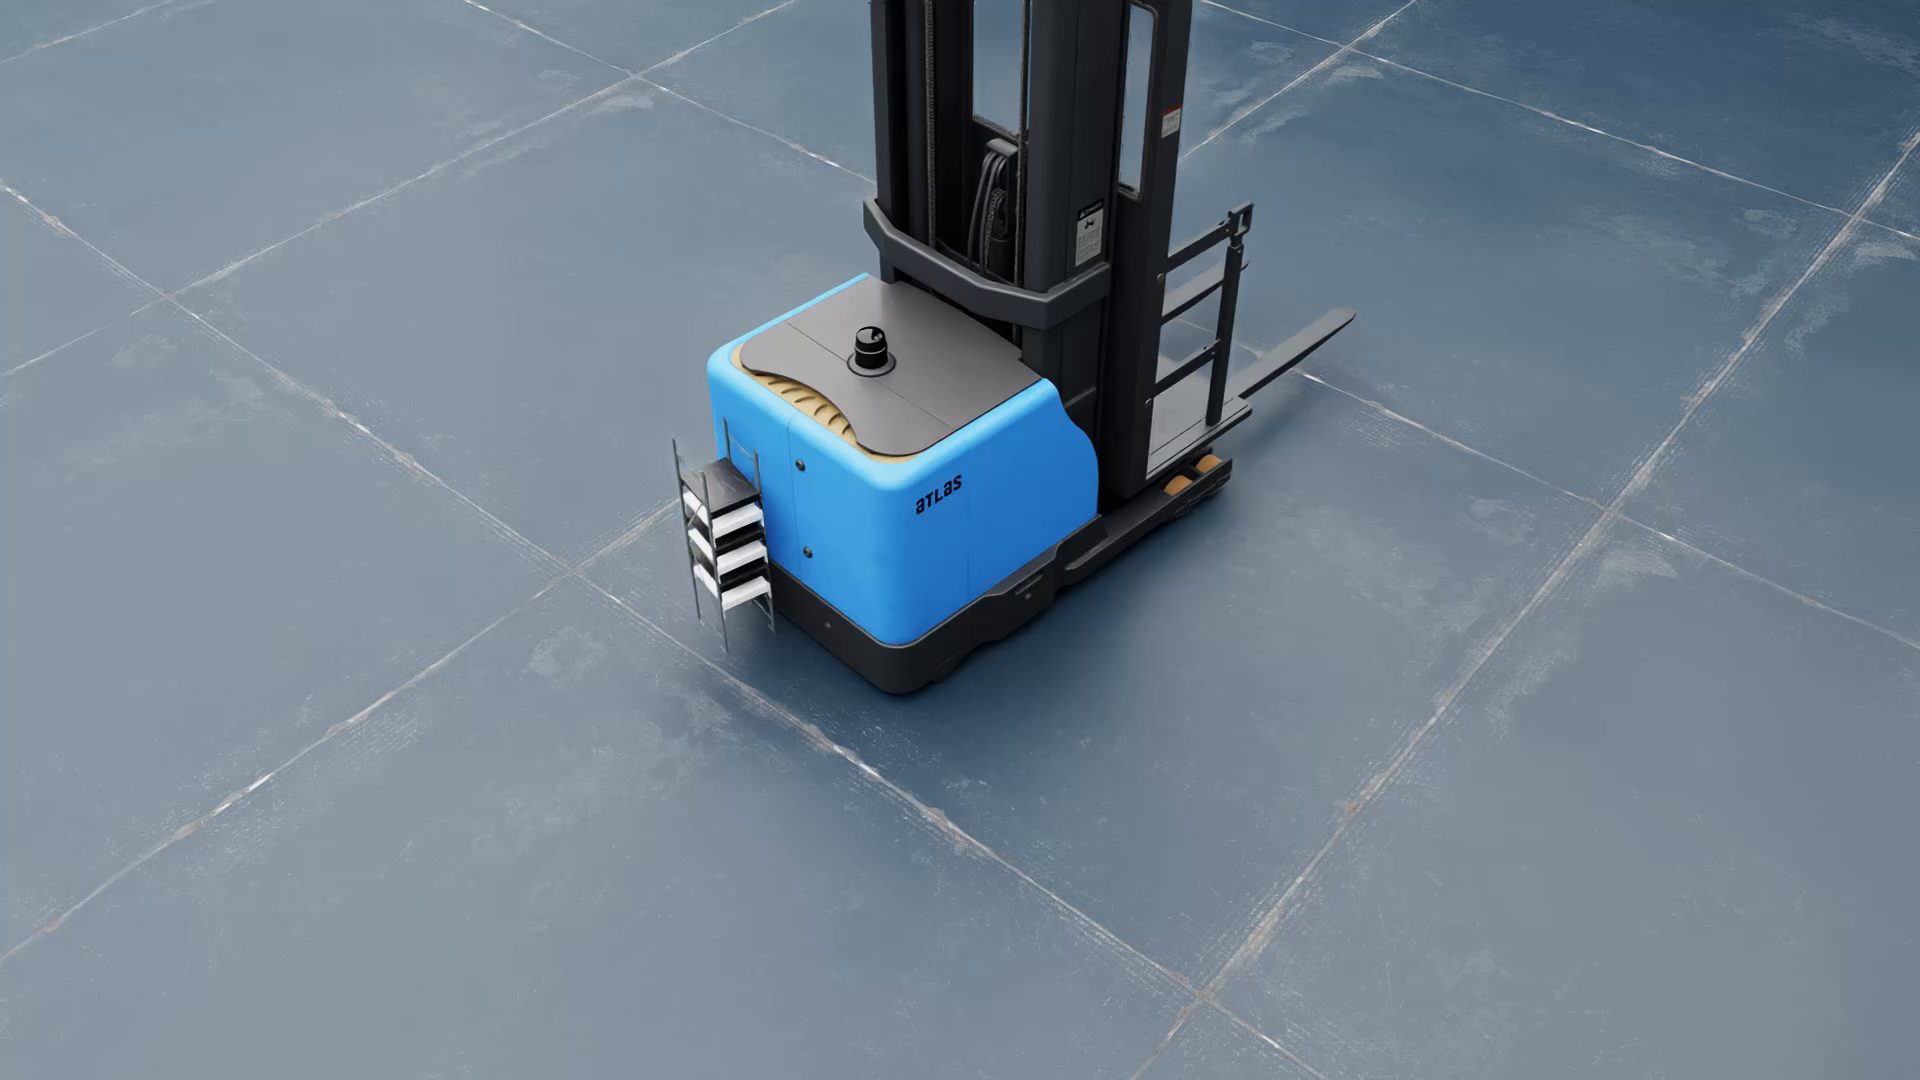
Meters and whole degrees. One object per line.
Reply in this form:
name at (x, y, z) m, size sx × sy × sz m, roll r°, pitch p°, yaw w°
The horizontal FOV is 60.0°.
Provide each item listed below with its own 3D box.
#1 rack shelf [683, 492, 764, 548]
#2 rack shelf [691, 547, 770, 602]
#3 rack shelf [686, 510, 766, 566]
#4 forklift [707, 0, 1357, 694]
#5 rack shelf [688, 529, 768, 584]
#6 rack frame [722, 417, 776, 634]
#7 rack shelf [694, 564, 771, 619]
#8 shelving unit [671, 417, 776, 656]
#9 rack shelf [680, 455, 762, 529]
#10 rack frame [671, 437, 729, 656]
rack shelf at (-0.856, -0.108, 5.980) m, size 0.200 × 0.077 × 0.258 m, roll -25°, pitch 48°, yaw -25°
rack shelf at (-0.857, 0.091, 6.163) m, size 0.200 × 0.077 × 0.258 m, roll -25°, pitch 48°, yaw -25°
rack shelf at (-0.856, -0.041, 6.041) m, size 0.200 × 0.077 × 0.258 m, roll -25°, pitch 48°, yaw -25°
forklift at (0.491, -1.407, 6.119) m, size 3.031 × 2.935 × 1.130 m, roll -33°, pitch 52°, yaw -31°
rack shelf at (-0.856, 0.025, 6.102) m, size 0.200 × 0.077 × 0.258 m, roll -25°, pitch 48°, yaw -25°
rack frame at (-0.773, -0.039, 6.122) m, size 0.006 × 0.900 × 0.240 m, roll -25°, pitch 48°, yaw -25°
rack shelf at (-0.857, 0.158, 6.224) m, size 0.200 × 0.077 × 0.258 m, roll -25°, pitch 48°, yaw -25°
shelving unit at (-0.856, 0.000, 6.079) m, size 0.210 × 0.900 × 0.258 m, roll -25°, pitch 48°, yaw -25°
rack shelf at (-0.855, -0.174, 5.919) m, size 0.200 × 0.077 × 0.258 m, roll -25°, pitch 48°, yaw -25°
rack frame at (-0.940, 0.039, 6.036) m, size 0.006 × 0.900 × 0.240 m, roll -25°, pitch 48°, yaw -25°
